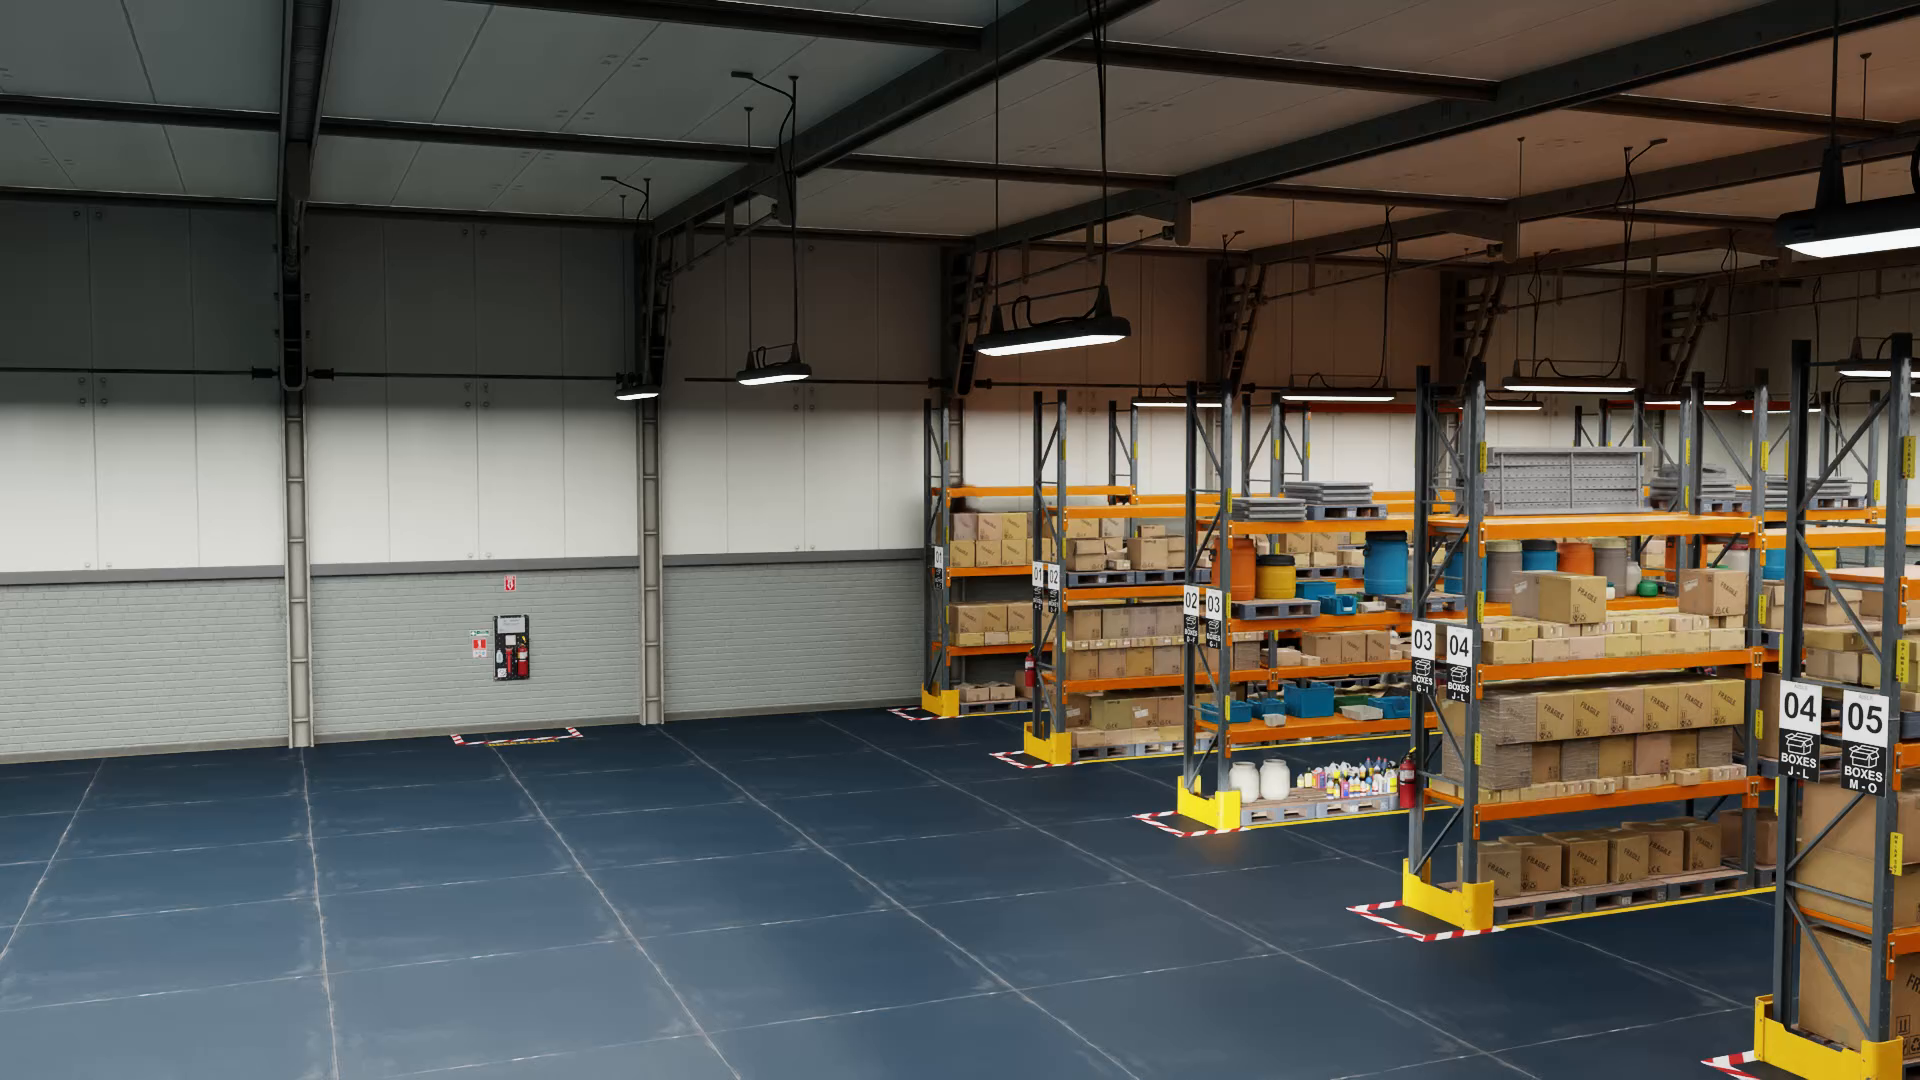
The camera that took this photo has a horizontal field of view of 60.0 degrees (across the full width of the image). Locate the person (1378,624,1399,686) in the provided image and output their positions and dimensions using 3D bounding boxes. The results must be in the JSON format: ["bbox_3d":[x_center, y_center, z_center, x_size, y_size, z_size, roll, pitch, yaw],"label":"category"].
[{"bbox_3d":[8.635,2.368,33.620,1.015,1.621,0.519,-2,4,-31],"label":"person"}]
